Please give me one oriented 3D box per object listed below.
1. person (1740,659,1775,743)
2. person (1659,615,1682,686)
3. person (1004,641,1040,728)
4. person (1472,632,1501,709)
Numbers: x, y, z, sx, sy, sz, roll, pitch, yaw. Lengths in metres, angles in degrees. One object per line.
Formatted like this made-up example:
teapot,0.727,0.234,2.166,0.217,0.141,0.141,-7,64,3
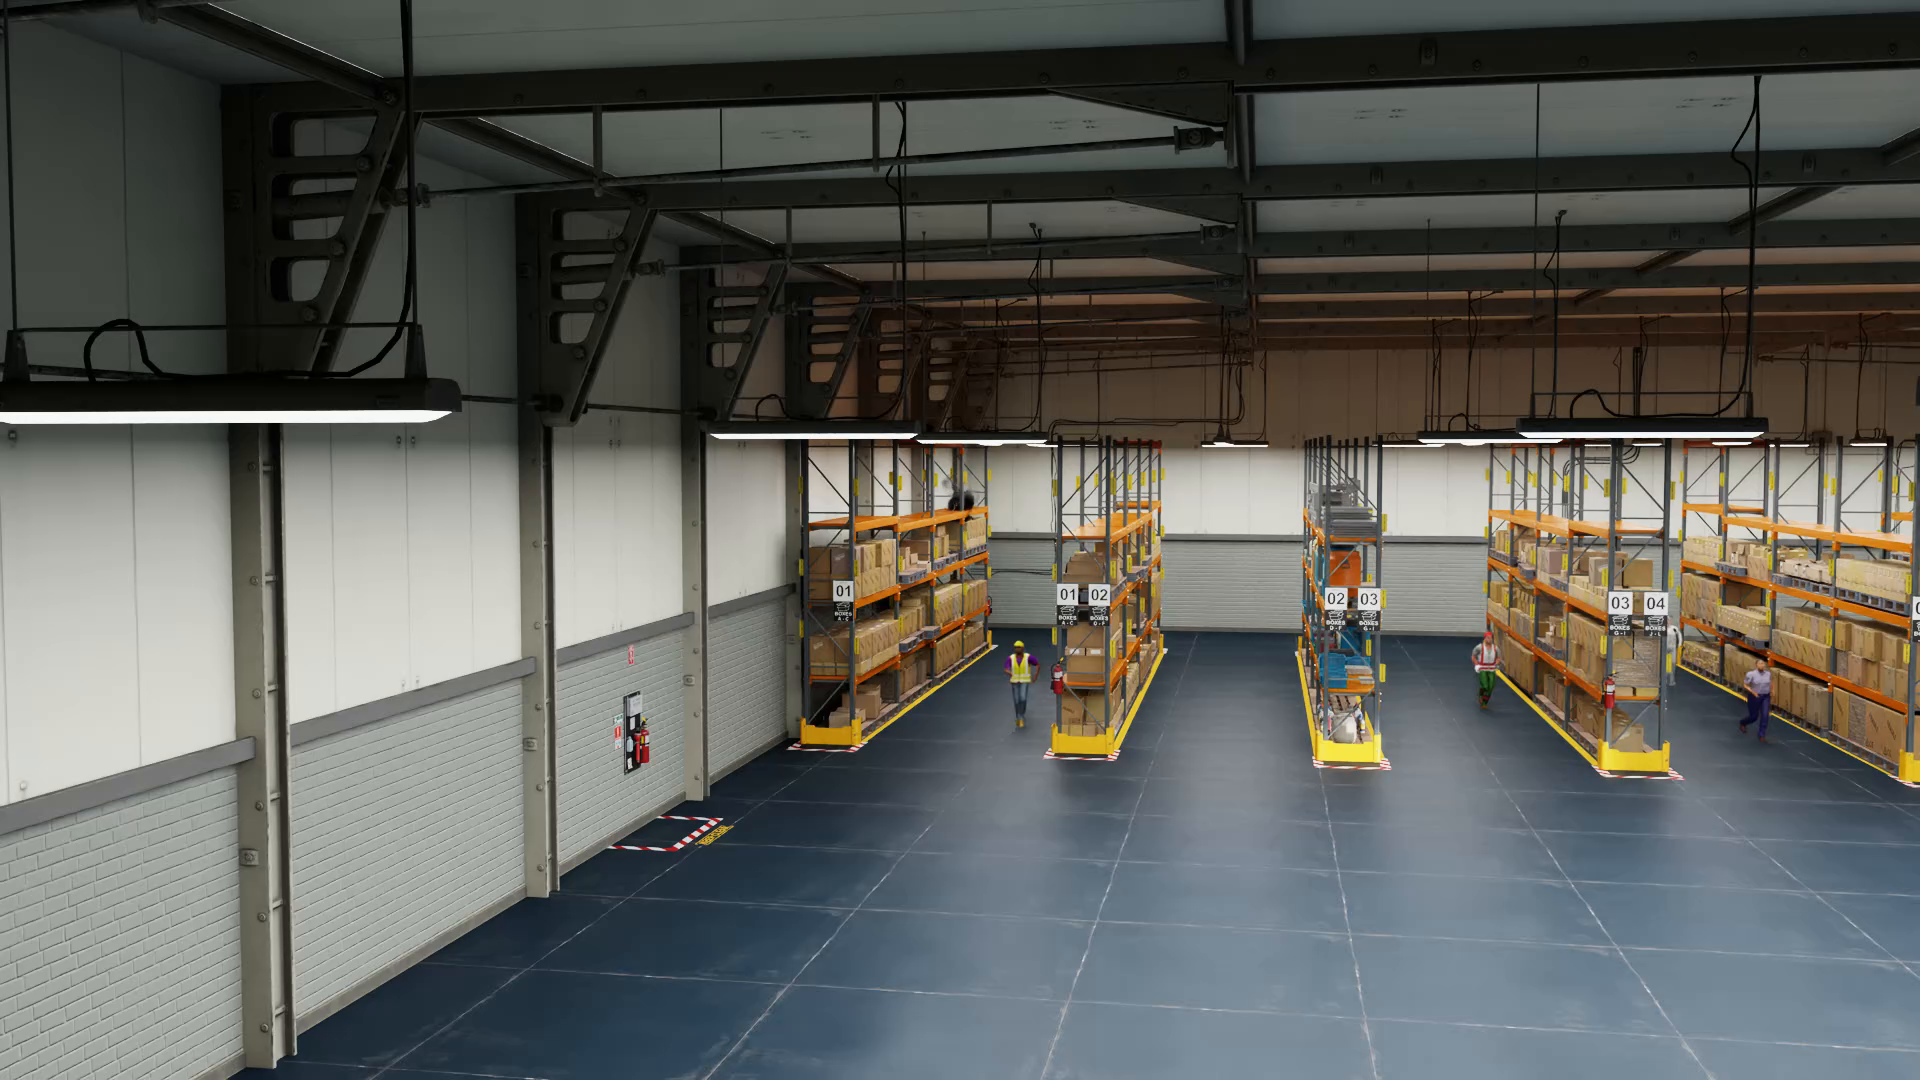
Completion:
person,15.766,3.152,32.830,0.613,1.641,0.767,0,3,3
person,17.364,2.684,40.715,0.622,1.714,0.881,1,3,15
person,1.263,2.996,34.551,0.707,1.794,0.741,1,3,15
person,11.620,2.883,36.594,0.600,1.728,0.583,0,3,-1
